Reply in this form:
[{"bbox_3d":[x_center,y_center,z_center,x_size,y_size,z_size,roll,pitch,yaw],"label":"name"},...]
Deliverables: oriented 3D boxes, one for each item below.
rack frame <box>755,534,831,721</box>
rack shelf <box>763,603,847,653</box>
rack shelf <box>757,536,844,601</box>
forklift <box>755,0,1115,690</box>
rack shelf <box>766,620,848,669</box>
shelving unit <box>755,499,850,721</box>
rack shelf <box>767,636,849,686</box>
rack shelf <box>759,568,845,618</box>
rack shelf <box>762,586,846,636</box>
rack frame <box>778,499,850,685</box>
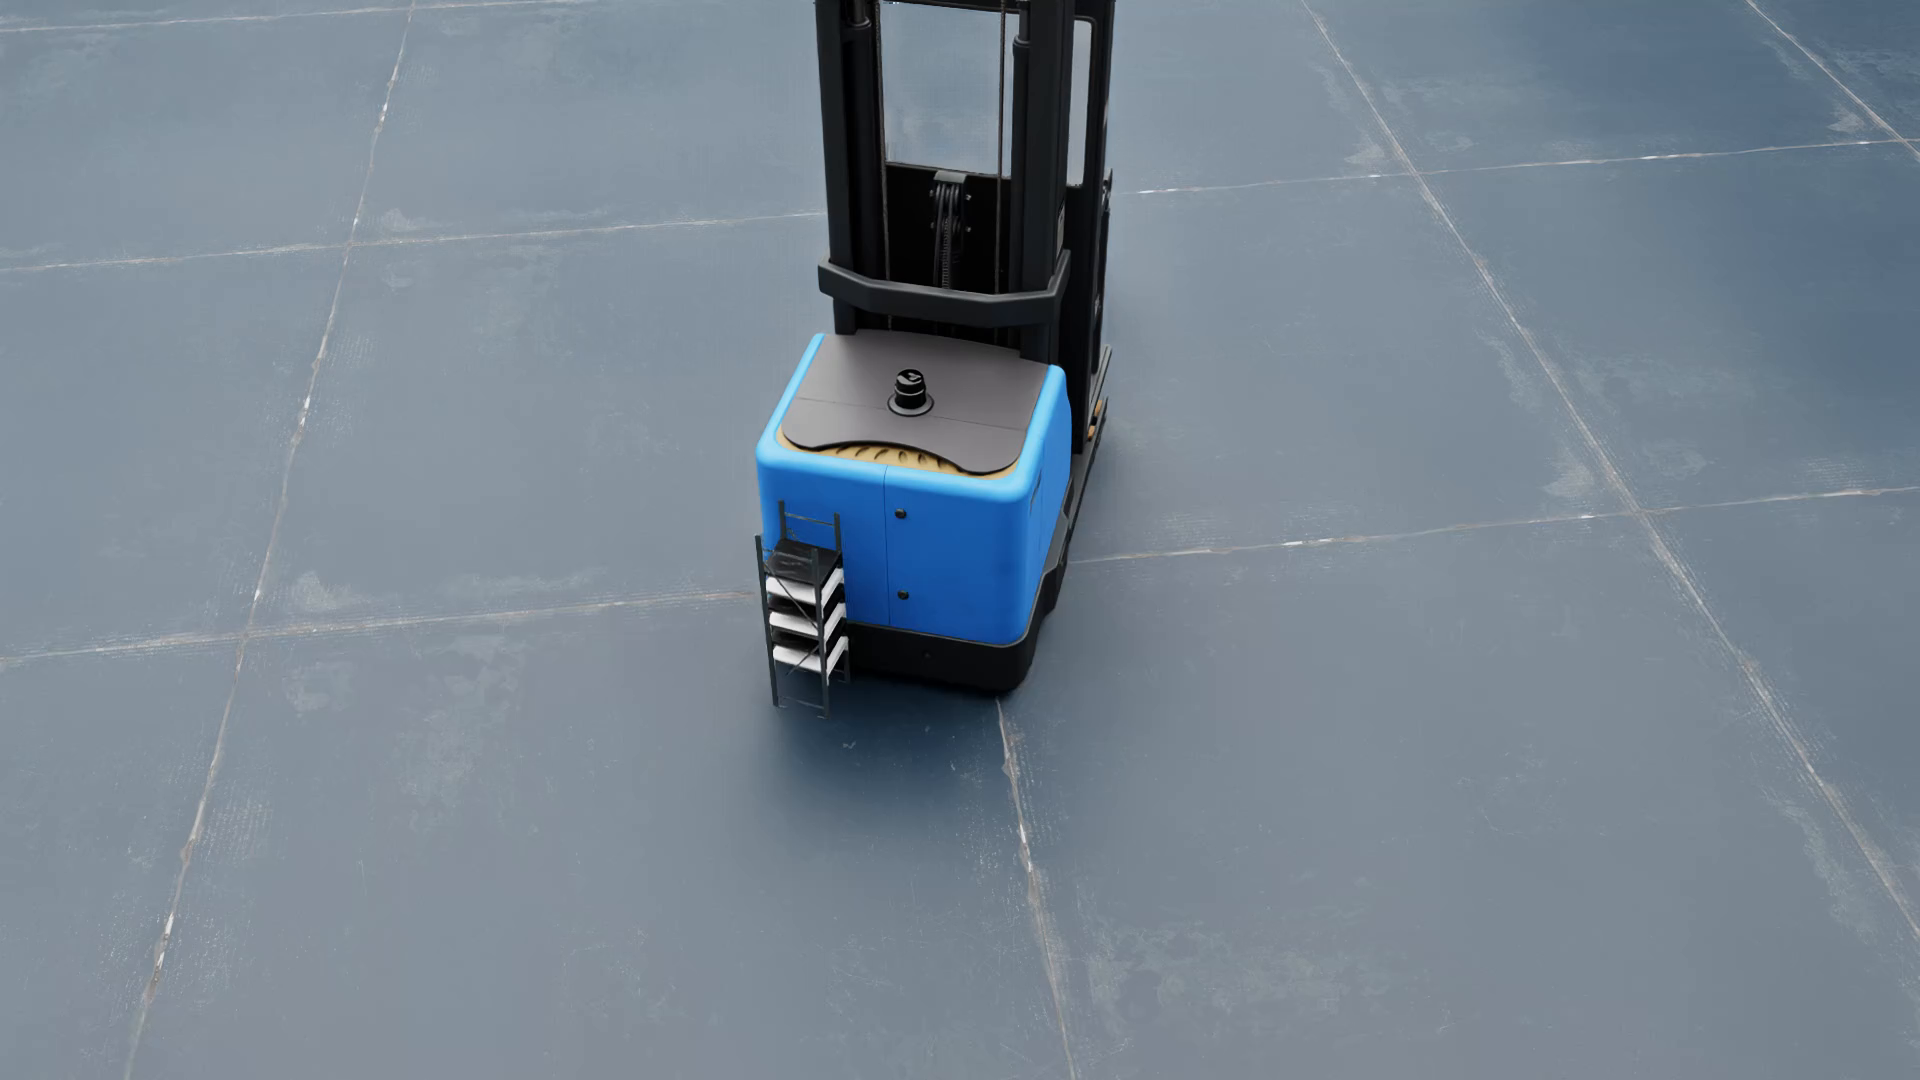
[{"bbox_3d":[-0.618,0.342,6.199,0.240,0.900,0.006,13,44,14],"label":"rack frame"},{"bbox_3d":[-0.584,0.302,6.293,0.258,0.077,0.200,13,44,14],"label":"rack shelf"},{"bbox_3d":[-0.584,0.102,6.112,0.258,0.077,0.200,13,44,14],"label":"rack shelf"},{"bbox_3d":[0.071,-1.502,6.727,1.130,2.935,3.031,9,43,10],"label":"forklift"},{"bbox_3d":[-0.584,0.369,6.353,0.258,0.077,0.200,13,44,14],"label":"rack shelf"},{"bbox_3d":[-0.584,0.278,6.270,0.258,0.900,0.210,13,44,14],"label":"shelving unit"},{"bbox_3d":[-0.584,0.436,6.413,0.258,0.077,0.200,13,44,14],"label":"rack shelf"},{"bbox_3d":[-0.584,0.169,6.172,0.258,0.077,0.200,13,44,14],"label":"rack shelf"},{"bbox_3d":[-0.584,0.236,6.232,0.258,0.077,0.200,13,44,14],"label":"rack shelf"},{"bbox_3d":[-0.550,0.214,6.341,0.240,0.900,0.006,13,44,14],"label":"rack frame"}]
